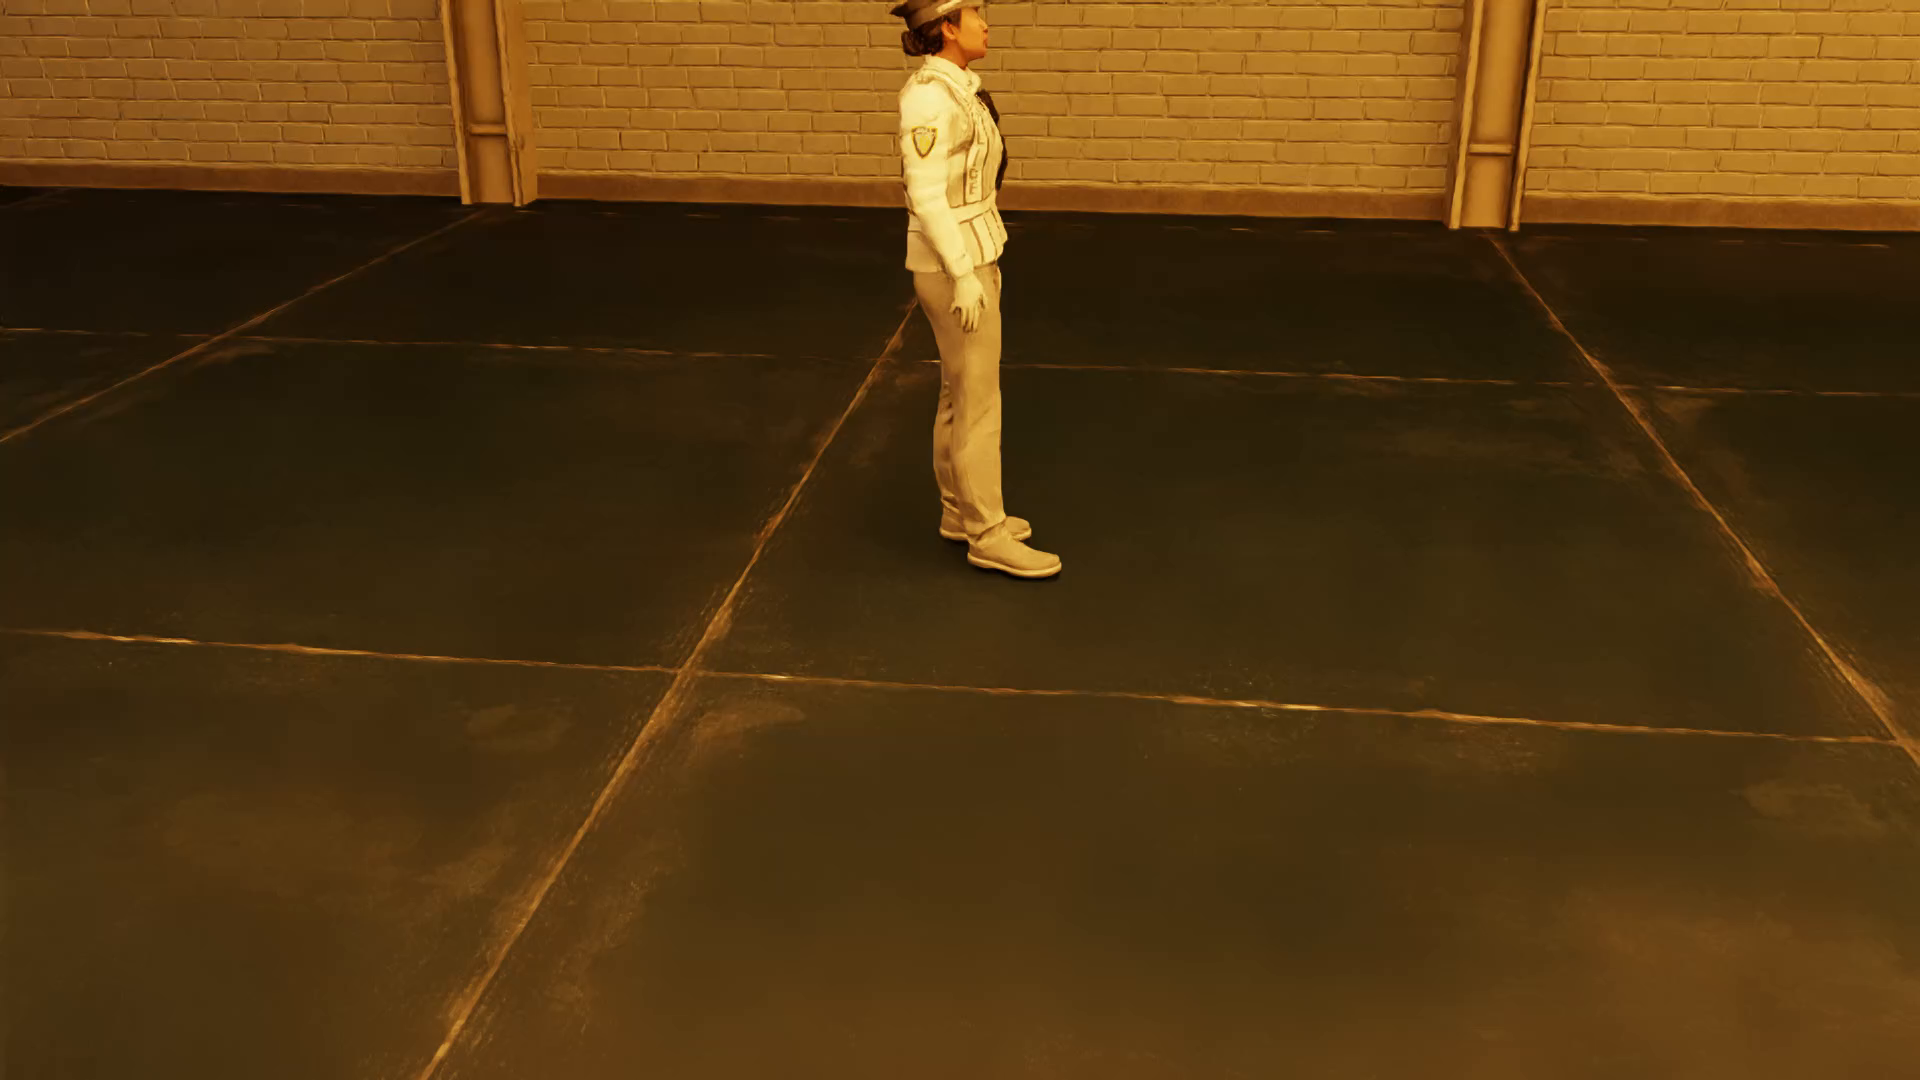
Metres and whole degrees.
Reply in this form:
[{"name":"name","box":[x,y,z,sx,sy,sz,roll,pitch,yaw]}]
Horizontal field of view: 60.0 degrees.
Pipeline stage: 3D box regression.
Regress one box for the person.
[{"name":"person","box":[0.066,-0.787,4.843,0.532,1.695,0.586,3,22,7]}]
